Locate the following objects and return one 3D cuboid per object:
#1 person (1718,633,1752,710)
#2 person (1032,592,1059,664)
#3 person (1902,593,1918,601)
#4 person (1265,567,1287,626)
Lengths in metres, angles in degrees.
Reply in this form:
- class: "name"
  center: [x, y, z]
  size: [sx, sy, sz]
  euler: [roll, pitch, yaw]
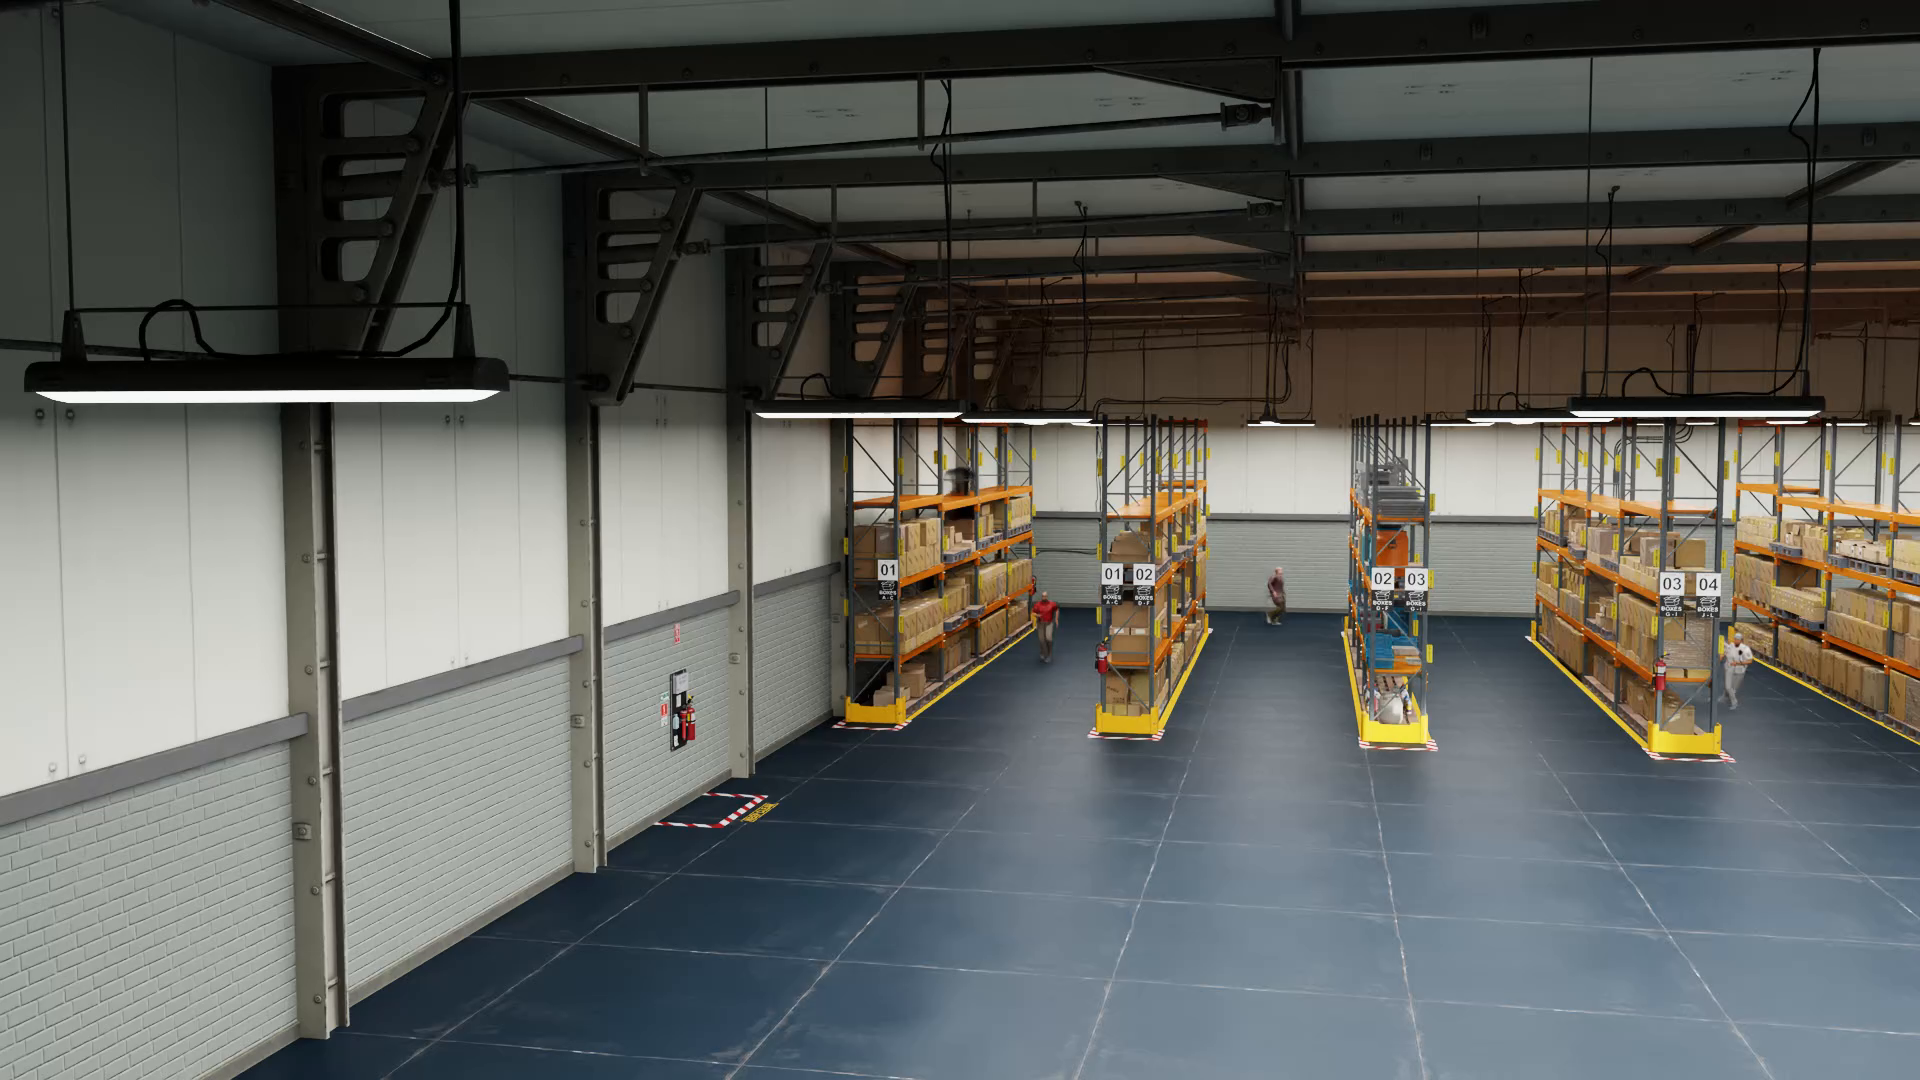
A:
- class: "person"
  center: [15.870, 2.687, 34.100]
  size: [0.714, 1.605, 0.638]
  euler: [2, 4, 32]
- class: "person"
  center: [2.089, 2.157, 40.828]
  size: [0.643, 1.788, 0.851]
  euler: [0, 4, 7]
- class: "person"
  center: [25.550, 1.911, 44.675]
  size: [0.899, 1.702, 0.619]
  euler: [0, 4, 7]
- class: "person"
  center: [9.278, 1.632, 48.648]
  size: [0.576, 1.703, 0.747]
  euler: [2, 4, 26]
